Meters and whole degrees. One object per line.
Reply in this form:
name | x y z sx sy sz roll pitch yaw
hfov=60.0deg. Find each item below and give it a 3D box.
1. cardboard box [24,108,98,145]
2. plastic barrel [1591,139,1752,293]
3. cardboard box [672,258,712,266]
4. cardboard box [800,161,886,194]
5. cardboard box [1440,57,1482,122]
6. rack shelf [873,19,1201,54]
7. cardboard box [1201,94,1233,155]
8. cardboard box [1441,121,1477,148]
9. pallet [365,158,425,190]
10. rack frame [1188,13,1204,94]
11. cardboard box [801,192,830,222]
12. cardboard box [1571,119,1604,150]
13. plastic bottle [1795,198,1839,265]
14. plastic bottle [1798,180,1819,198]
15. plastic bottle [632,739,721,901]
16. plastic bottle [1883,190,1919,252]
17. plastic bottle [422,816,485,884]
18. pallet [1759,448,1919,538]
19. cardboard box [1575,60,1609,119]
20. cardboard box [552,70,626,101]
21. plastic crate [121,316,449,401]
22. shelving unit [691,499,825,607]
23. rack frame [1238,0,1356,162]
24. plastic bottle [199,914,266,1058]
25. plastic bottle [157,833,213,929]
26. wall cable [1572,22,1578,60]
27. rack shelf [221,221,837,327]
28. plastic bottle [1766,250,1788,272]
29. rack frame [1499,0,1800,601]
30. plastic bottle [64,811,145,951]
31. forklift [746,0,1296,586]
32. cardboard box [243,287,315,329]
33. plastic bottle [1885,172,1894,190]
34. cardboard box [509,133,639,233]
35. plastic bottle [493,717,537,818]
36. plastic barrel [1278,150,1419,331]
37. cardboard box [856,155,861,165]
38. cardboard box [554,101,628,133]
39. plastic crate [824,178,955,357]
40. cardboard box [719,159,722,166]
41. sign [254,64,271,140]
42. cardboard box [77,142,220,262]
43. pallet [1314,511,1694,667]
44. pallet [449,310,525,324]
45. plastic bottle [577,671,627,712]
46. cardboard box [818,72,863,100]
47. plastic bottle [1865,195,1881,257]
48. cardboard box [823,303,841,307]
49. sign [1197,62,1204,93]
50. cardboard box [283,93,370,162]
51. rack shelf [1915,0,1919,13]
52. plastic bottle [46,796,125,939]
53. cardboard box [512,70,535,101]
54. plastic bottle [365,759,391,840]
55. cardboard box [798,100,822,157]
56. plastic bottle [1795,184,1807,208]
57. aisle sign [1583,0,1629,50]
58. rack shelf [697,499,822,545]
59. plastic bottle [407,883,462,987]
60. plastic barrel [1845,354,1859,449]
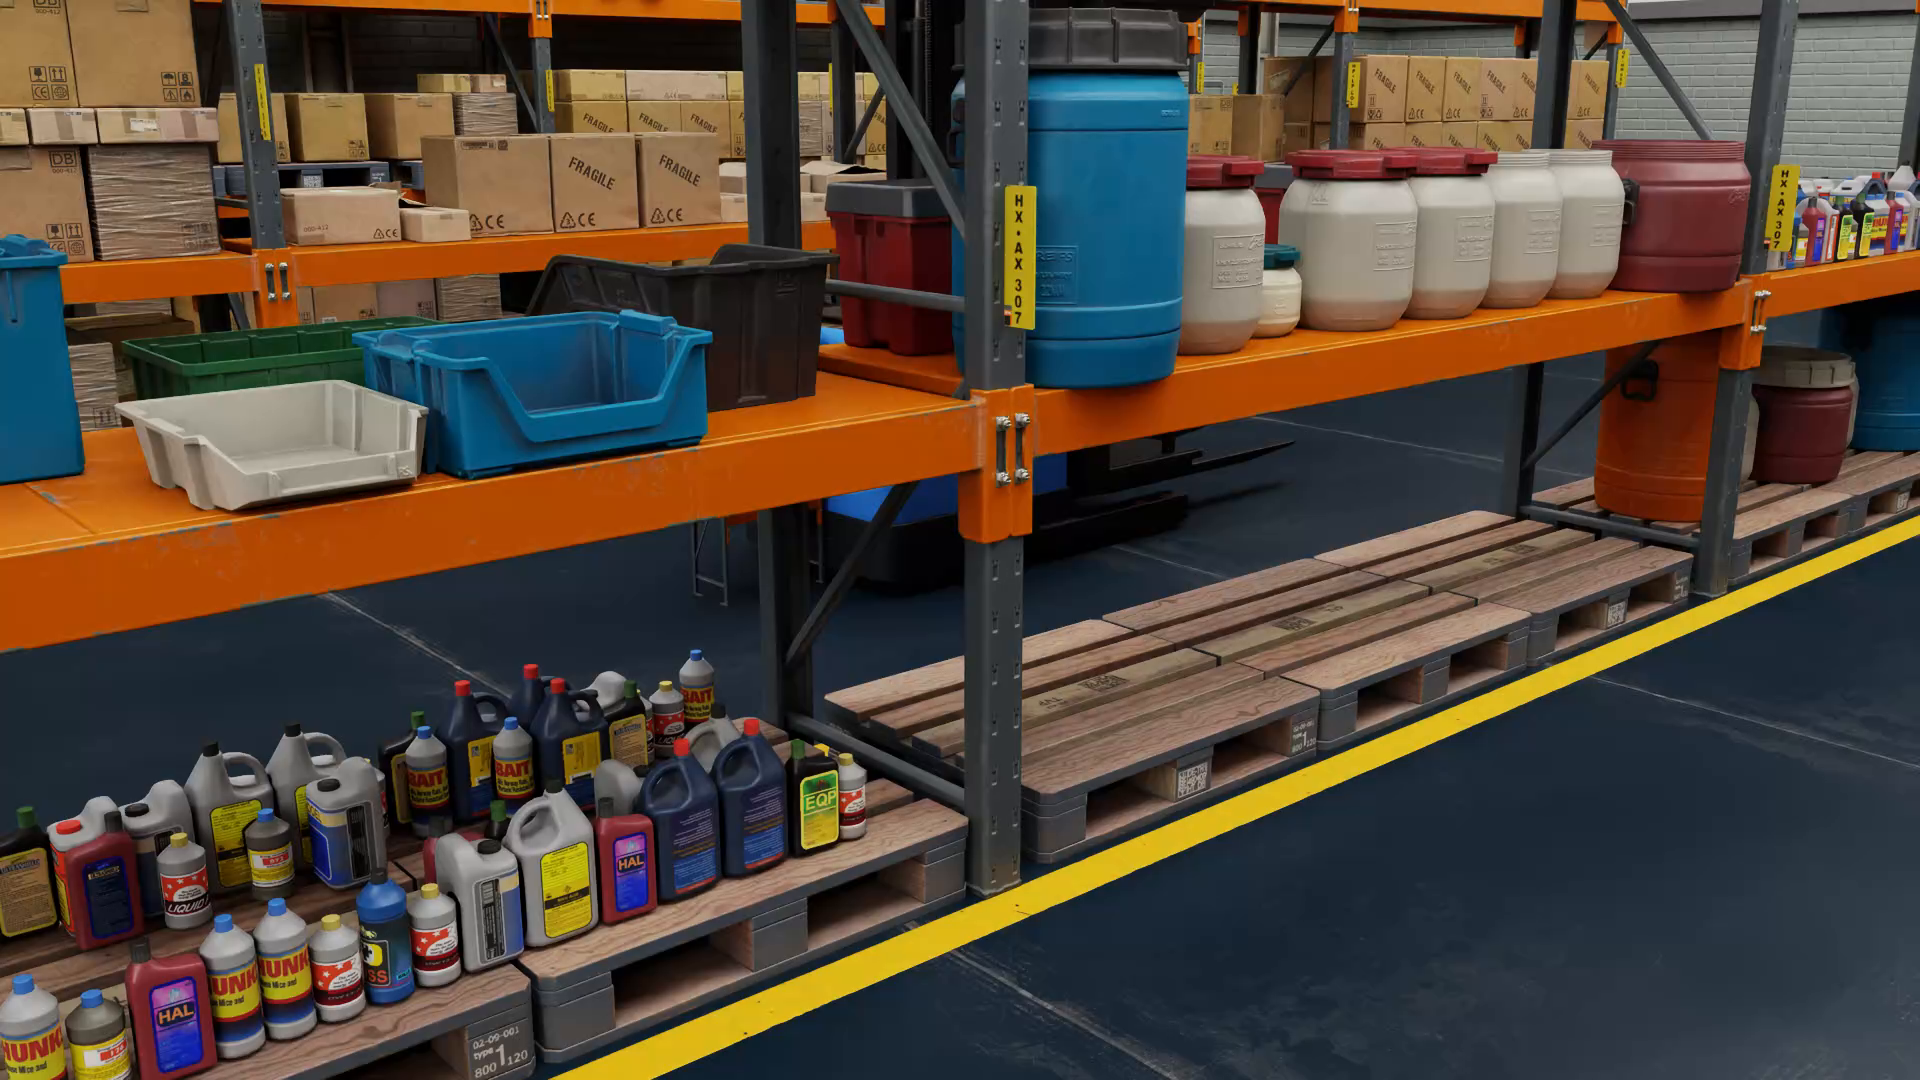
cardboard box | -3.911 -1.782 7.160 0.250 0.149 0.380 -13 20 -41
plastic barrel | 2.652 -1.236 6.300 0.708 0.536 0.600 -13 19 -39
cardboard box | -2.394 -2.647 15.198 0.750 0.750 0.750 -13 20 -40
cardboard box | -0.748 -2.176 10.258 0.500 0.311 0.500 -11 19 -36
cardboard box | 3.890 -3.681 13.587 0.500 0.500 0.500 -13 20 -41
rack shelf | 0.826 -5.354 17.564 4.000 0.370 1.077 -13 19 -39
cardboard box | 1.591 -3.036 12.295 0.500 0.500 0.700 -9 17 -31
cardboard box | 3.899 -3.203 13.737 0.500 0.500 0.500 -13 20 -40
pallet | -4.167 -3.002 13.548 1.003 0.211 1.213 -13 19 -39
rack frame | 2.335 -4.592 19.127 0.127 3.000 1.000 -13 19 -39
cardboard box | -0.942 -1.945 9.706 0.250 0.149 0.380 -13 19 -39
cardboard box | 5.431 -3.547 15.024 0.500 0.500 0.500 -12 19 -38
plastic bottle | 3.691 -1.336 7.181 0.135 0.276 0.152 -13 19 -39
plastic bottle | 4.348 -1.725 8.635 0.135 0.276 0.152 -13 19 -39
plastic bottle | -0.655 0.635 3.841 0.185 0.351 0.144 -14 20 -42
plastic bottle | 4.388 -1.493 7.767 0.135 0.276 0.152 -13 19 -39
plastic bottle | -1.095 0.728 3.622 0.133 0.283 0.061 -13 19 -39
pallet | 4.291 -0.308 8.493 1.213 0.211 1.003 -13 19 -39
cardboard box | 5.435 -4.030 14.894 0.500 0.500 0.500 -13 20 -40
cardboard box | -3.166 -3.832 14.021 0.500 0.250 0.500 -12 19 -38
plastic crate | -1.423 -0.353 3.668 0.662 0.188 0.450 -13 19 -39
shelving unit | -0.839 -0.374 6.826 0.503 1.200 0.258 -14 20 -41
rack frame | 2.572 -2.950 12.982 0.127 3.000 1.000 -13 19 -39
plastic bottle | -1.401 0.849 3.195 0.097 0.271 0.097 0 15 0
plastic bottle | -1.725 0.751 3.697 0.097 0.201 0.097 0 15 0
wall cable | 6.837 -6.878 22.080 0.112 2.526 3.097 -13 19 -39
rack shelf | -1.954 -1.586 9.270 4.000 0.370 1.077 -13 19 -39
plastic bottle | 3.342 -1.258 6.888 0.135 0.276 0.152 -13 19 -39
rack frame | 2.804 -1.308 6.833 0.127 3.000 1.000 -13 19 -39
plastic bottle | -1.855 0.734 3.600 0.133 0.283 0.061 -13 19 -39
forklift | 0.458 -1.526 7.785 3.031 2.935 1.130 -14 20 -41
cardboard box | -5.405 -1.867 12.920 0.500 0.500 0.700 -12 19 -39
plastic bottle | 5.264 -1.950 9.463 0.133 0.283 0.061 -13 19 -39
cardboard box | -2.097 -1.944 9.023 0.500 0.500 0.500 -13 19 -39
plastic bottle | -1.125 0.580 4.202 0.097 0.271 0.097 0 15 0
plastic barrel | 1.205 -0.939 5.191 0.433 0.535 0.433 0 15 0
cardboard box | -1.151 -3.607 15.891 0.250 0.149 0.380 -12 19 -38
cardboard box | -3.165 -3.470 14.121 0.500 0.500 0.500 -12 19 -38
plastic crate | -0.050 -0.802 4.818 0.583 0.464 0.402 -13 19 -39
cardboard box | -2.347 -3.359 14.959 0.250 0.149 0.380 -12 19 -39
sign | -3.097 -1.944 7.383 0.005 0.325 0.100 -13 19 -39
cardboard box | -3.793 -1.567 7.610 0.500 0.500 0.700 -13 20 -41
pallet | 2.194 0.163 6.730 1.213 0.211 1.003 -13 19 -39
pallet | -4.290 -1.757 13.919 1.213 0.211 1.003 -13 19 -39
plastic bottle | -0.968 0.502 4.483 0.135 0.276 0.152 -12 19 -37
cardboard box | -1.259 -4.264 15.640 0.500 0.250 0.500 -12 19 -38
plastic bottle | 4.071 -1.410 7.466 0.097 0.271 0.097 0 15 0
cardboard box | -0.679 -1.281 10.162 0.500 0.311 0.500 -12 19 -38
sign | 2.681 -5.157 18.543 0.005 0.325 0.100 -13 19 -39
cardboard box | -4.973 -3.200 12.872 0.500 0.500 0.700 -13 19 -39
rack shelf | 4.312 -2.748 7.807 4.000 0.370 1.077 -13 19 -39
plastic bottle | -1.926 0.717 3.678 0.135 0.276 0.152 -12 19 -39
cardboard box | -3.528 -3.928 14.379 0.500 0.250 0.500 -12 19 -38
plastic bottle | -1.467 0.641 4.109 0.097 0.201 0.097 0 15 0
cardboard box | -1.628 -3.817 15.417 0.500 0.500 0.500 -13 19 -39
plastic bottle | 4.191 -1.647 8.354 0.097 0.271 0.097 0 15 0
aisle sign | 5.842 -4.836 15.003 0.004 0.787 0.394 -13 19 -39
rack shelf | -0.839 -0.117 6.894 0.480 0.148 0.258 -14 20 -41
plastic bottle | -1.095 0.814 3.460 0.097 0.201 0.097 0 15 0
plastic barrel | 4.381 -0.699 8.562 0.421 0.512 0.421 0 15 0
